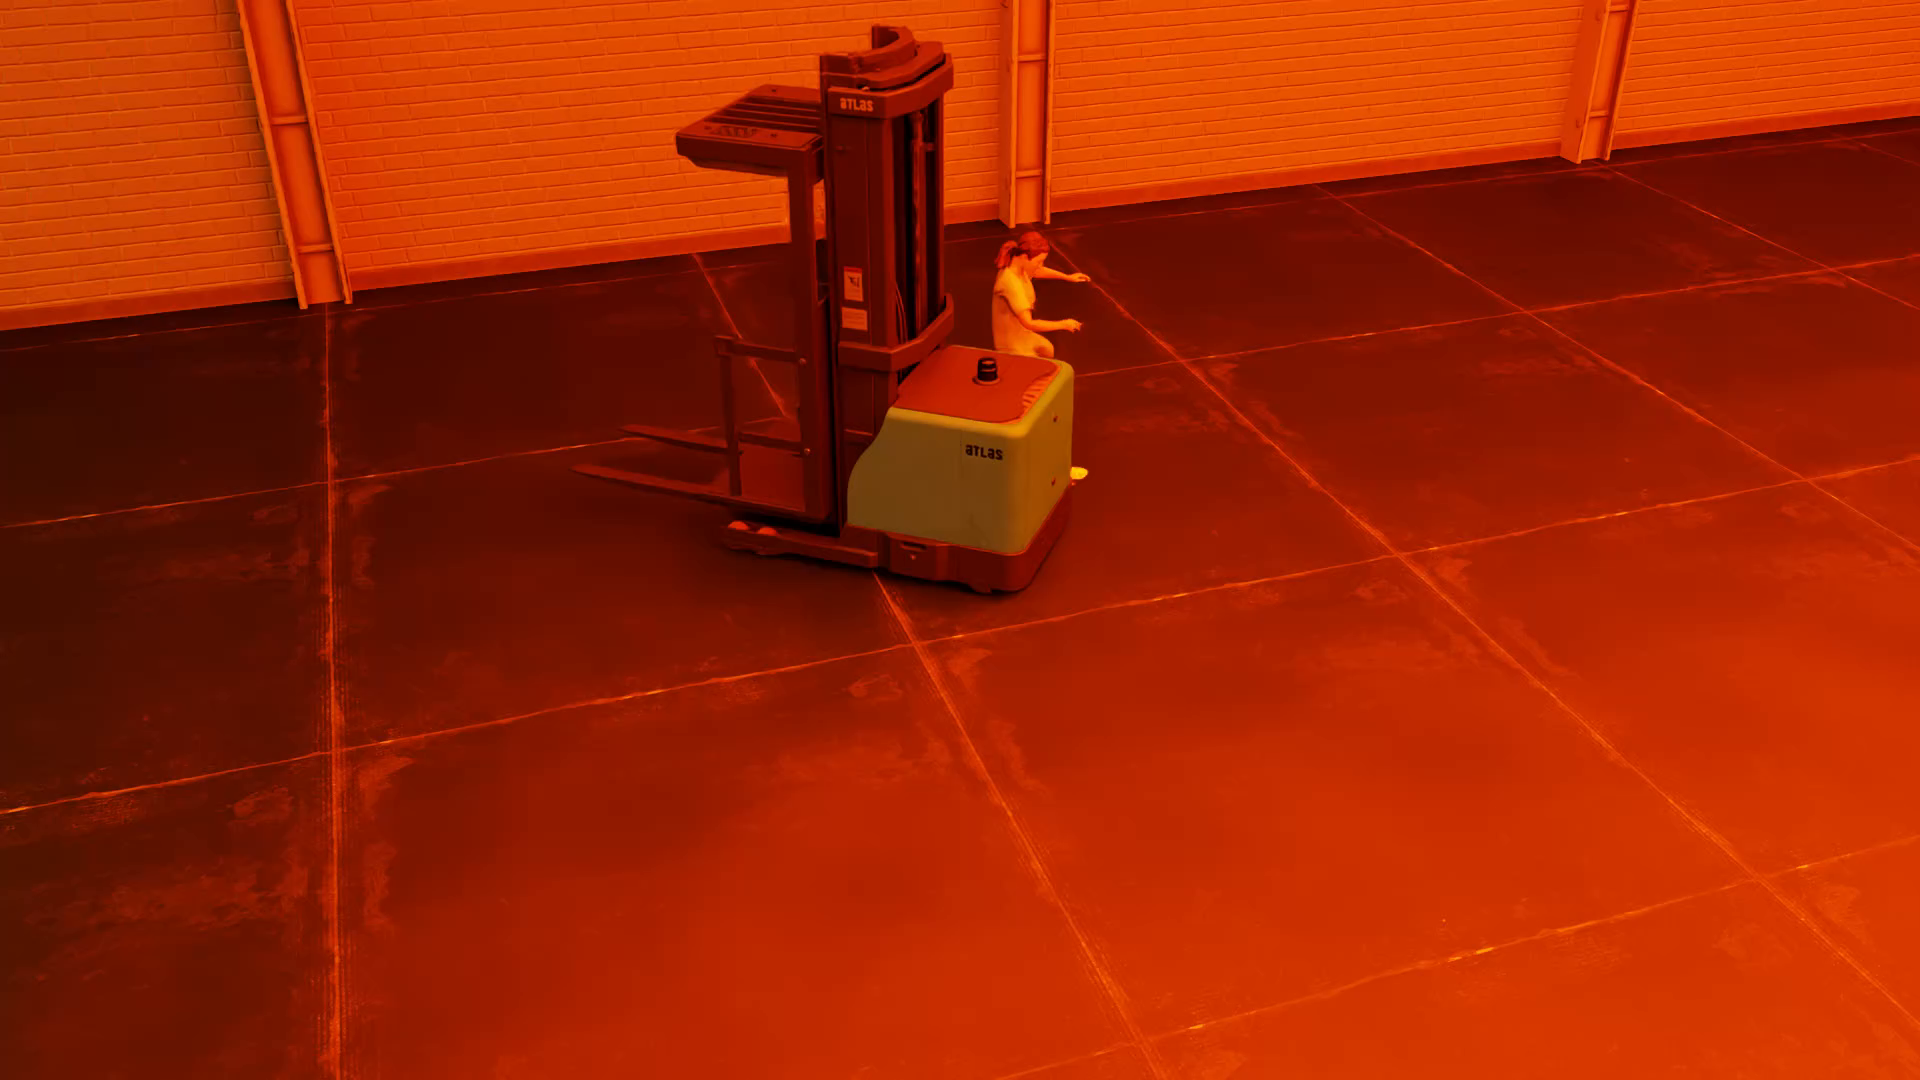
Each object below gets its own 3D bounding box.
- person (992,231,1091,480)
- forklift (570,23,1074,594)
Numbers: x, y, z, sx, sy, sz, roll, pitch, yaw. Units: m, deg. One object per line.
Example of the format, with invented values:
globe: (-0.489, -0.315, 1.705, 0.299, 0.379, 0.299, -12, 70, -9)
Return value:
person: (0.529, -1.320, 10.858, 0.688, 1.463, 1.218, 3, 30, 5)
forklift: (-0.893, -1.411, 9.540, 3.031, 2.935, 1.130, 11, 32, 18)
